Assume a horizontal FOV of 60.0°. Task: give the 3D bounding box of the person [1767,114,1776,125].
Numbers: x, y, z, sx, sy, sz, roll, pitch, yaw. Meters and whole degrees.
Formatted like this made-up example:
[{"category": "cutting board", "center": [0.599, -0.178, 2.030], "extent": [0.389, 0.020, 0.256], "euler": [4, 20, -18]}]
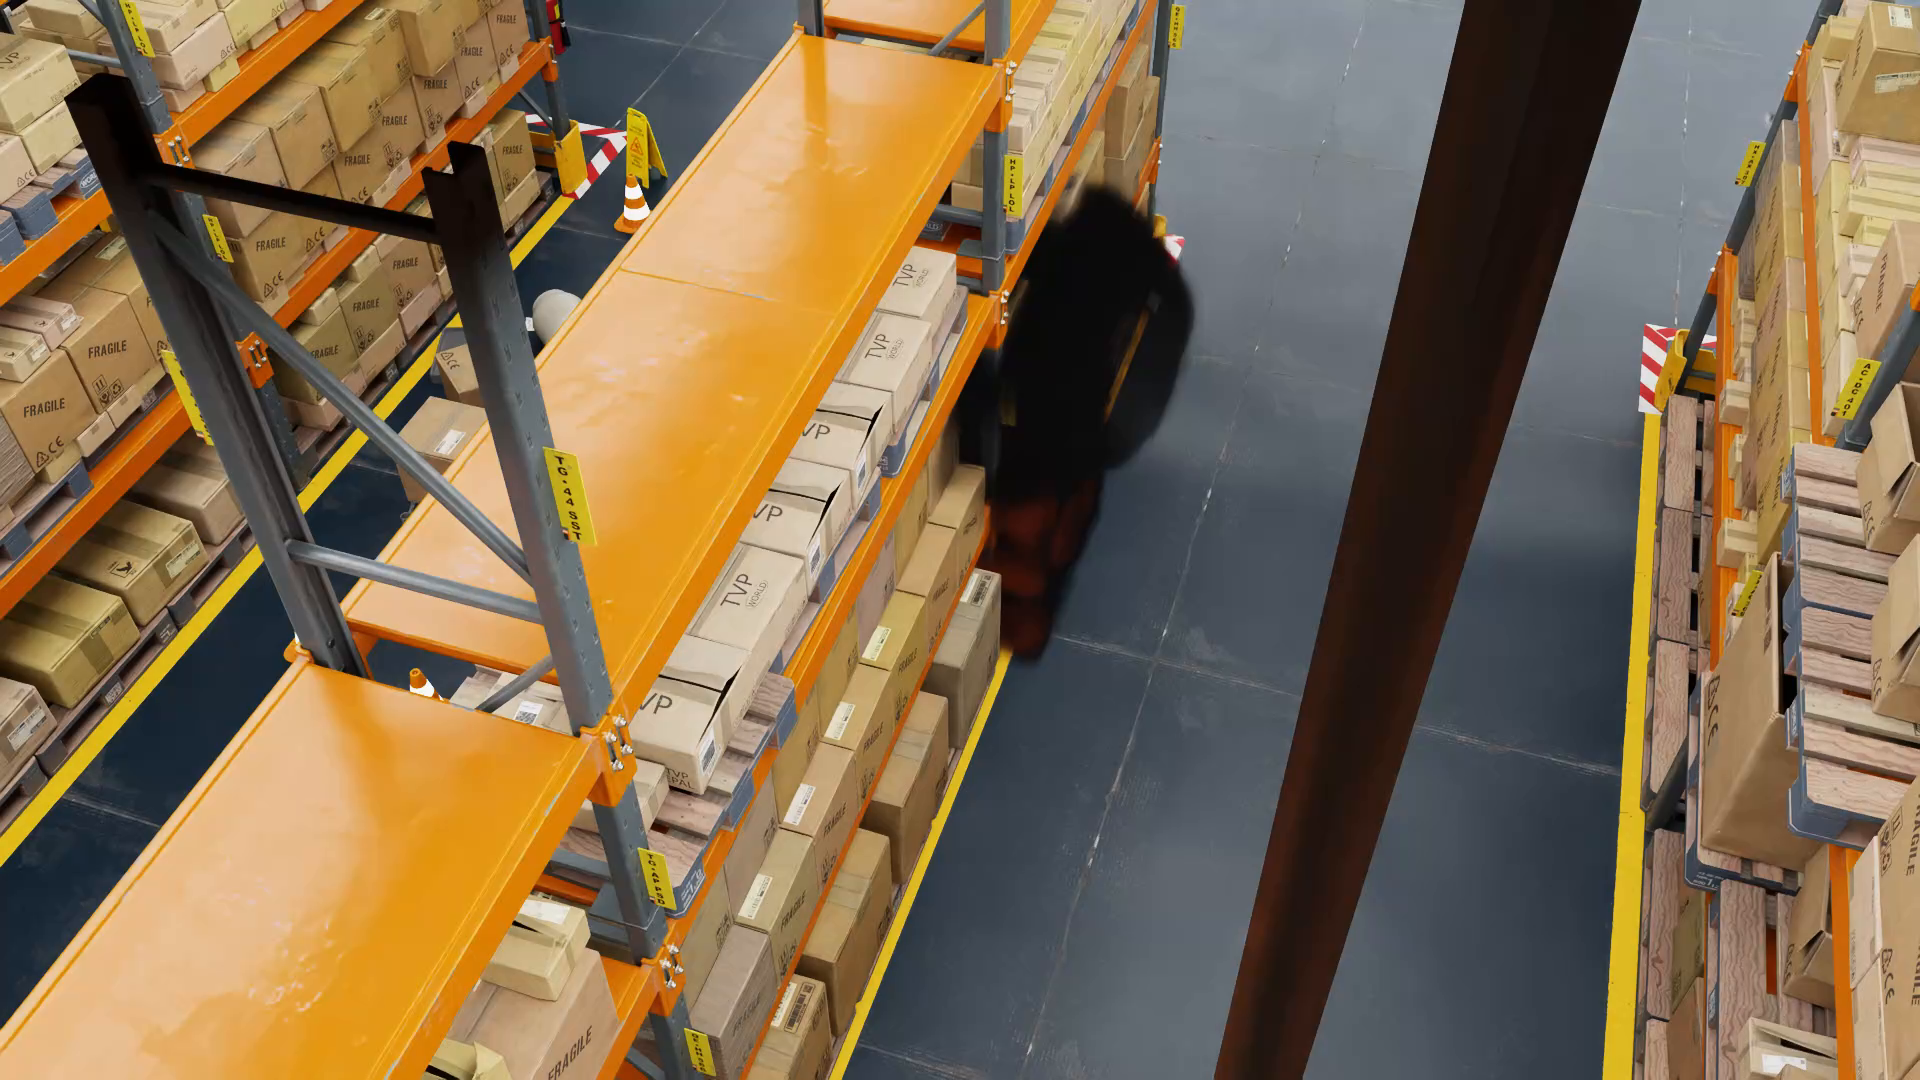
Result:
[{"category": "person", "center": [6.337, -2.700, 12.523], "extent": [0.642, 1.842, 0.879], "euler": [-28, 52, -25]}]
